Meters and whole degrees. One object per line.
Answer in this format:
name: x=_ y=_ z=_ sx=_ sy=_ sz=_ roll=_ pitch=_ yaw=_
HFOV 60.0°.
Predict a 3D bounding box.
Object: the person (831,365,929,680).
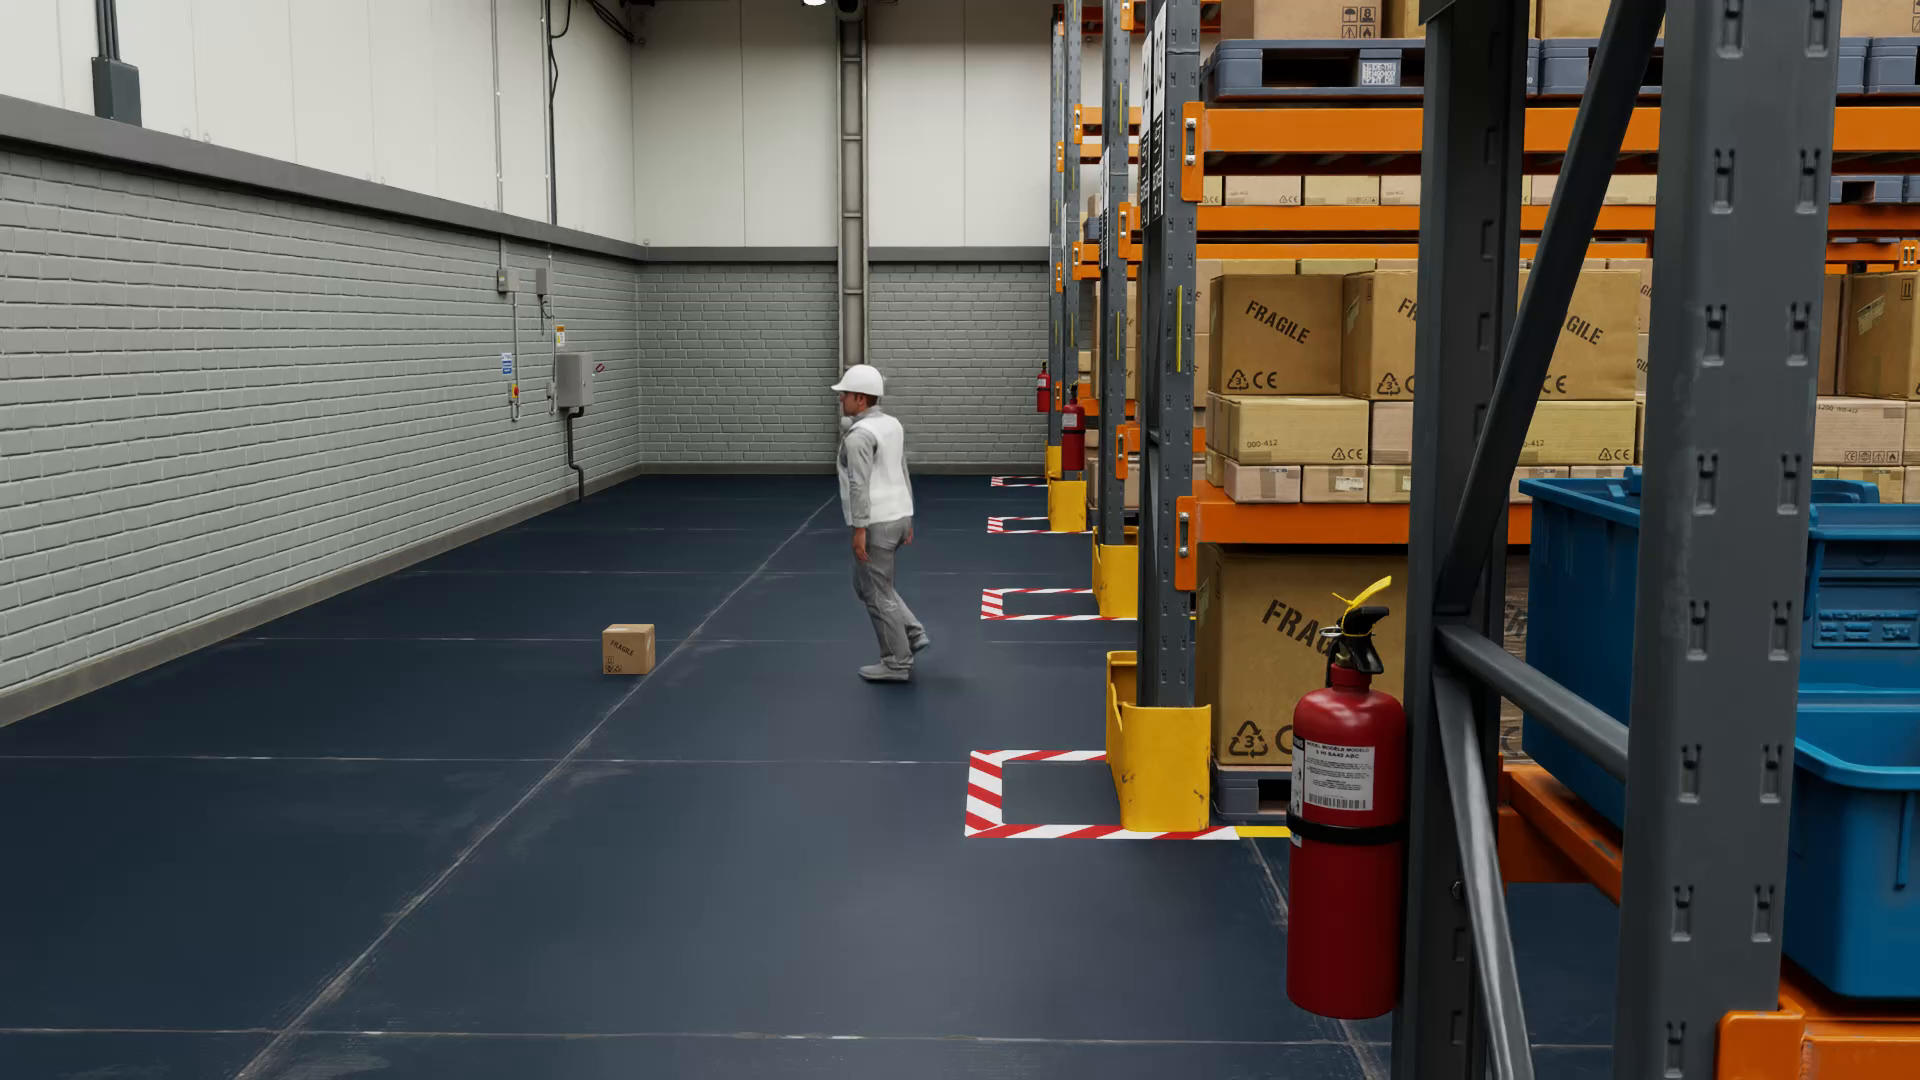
person: x=-0.455 y=-0.095 z=9.325 sx=0.504 sy=1.764 sz=0.575 roll=3 pitch=8 yaw=20
